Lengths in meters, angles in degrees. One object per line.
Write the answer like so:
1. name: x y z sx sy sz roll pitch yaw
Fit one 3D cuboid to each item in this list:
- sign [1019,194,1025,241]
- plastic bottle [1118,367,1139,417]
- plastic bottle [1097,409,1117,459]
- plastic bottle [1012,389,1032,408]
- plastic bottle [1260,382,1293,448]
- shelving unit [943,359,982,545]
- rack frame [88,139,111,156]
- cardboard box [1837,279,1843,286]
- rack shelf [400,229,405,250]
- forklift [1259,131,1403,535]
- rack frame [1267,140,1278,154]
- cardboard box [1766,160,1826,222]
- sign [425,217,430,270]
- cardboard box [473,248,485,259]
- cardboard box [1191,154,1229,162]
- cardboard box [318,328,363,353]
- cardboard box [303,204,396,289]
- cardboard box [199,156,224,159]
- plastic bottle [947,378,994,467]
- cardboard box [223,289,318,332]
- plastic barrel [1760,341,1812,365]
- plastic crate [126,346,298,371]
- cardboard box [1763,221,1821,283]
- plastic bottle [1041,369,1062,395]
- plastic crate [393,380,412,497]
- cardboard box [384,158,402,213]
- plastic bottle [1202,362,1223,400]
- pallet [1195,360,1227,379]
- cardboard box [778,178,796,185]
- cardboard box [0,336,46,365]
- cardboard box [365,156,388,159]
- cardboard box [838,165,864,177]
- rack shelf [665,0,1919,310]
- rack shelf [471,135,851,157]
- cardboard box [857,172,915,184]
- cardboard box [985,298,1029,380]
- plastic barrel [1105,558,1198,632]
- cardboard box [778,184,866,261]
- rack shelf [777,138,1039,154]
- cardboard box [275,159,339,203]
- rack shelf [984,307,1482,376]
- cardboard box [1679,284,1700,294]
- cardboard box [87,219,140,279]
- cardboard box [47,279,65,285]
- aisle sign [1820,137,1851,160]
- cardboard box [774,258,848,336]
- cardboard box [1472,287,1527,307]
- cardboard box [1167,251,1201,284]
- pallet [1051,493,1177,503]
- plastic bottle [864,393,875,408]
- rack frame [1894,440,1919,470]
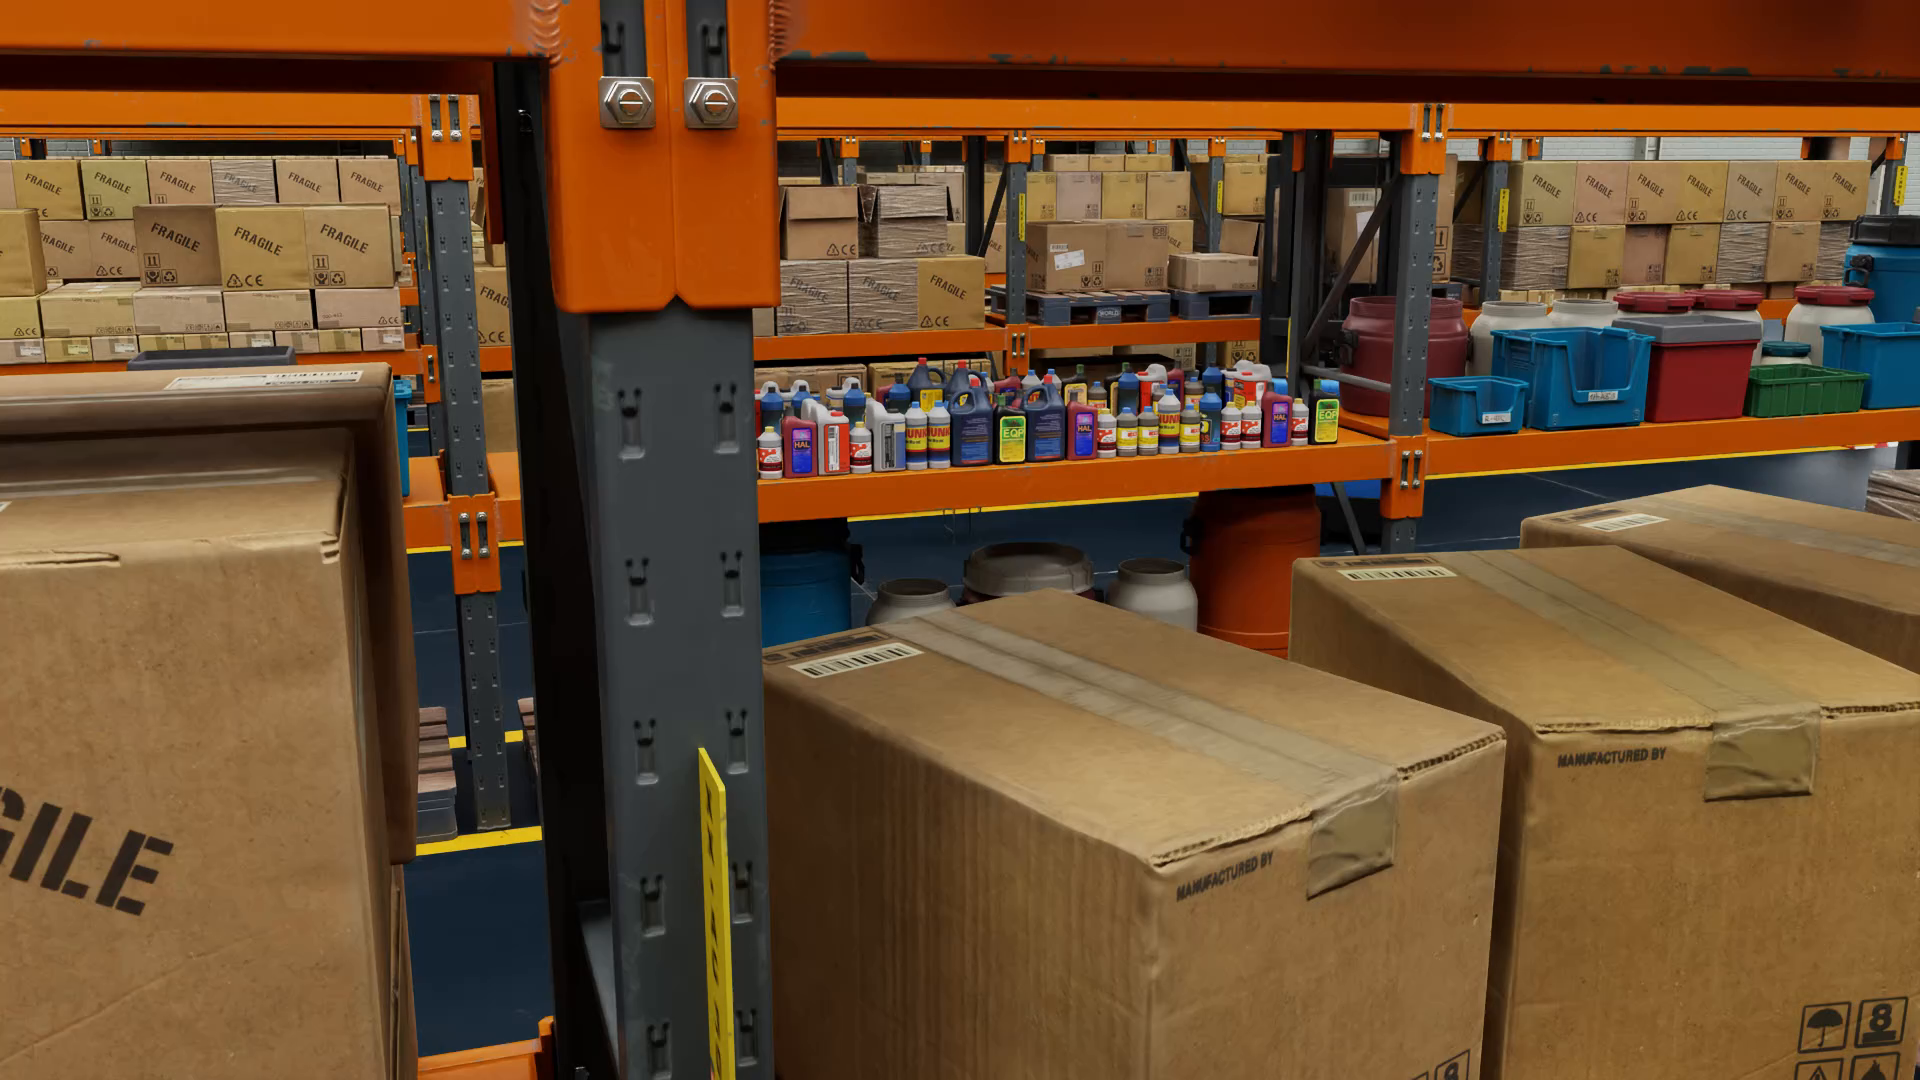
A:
1. sign: 0.436 -2.268 11.695 0.005 0.325 0.100 -4 14 -18
2. plastic bottle: 0.784 -0.667 7.742 0.097 0.271 0.097 0 13 0
3. plastic bottle: 0.608 -0.448 6.975 0.097 0.201 0.097 0 13 0
4. plastic bottle: 0.284 -0.494 6.989 0.133 0.283 0.061 -4 14 -18
5. plastic bottle: 1.369 -0.543 7.196 0.133 0.283 0.061 -4 14 -18
6. shelving unit: 0.014 -0.585 11.008 0.189 1.200 0.258 -4 14 -18
7. rack frame: -12.074 -4.498 23.571 0.127 3.000 1.000 -4 14 -18
8. cardboard box: 7.634 -2.229 14.573 0.250 0.149 0.380 -4 14 -18
9. rack shelf: -10.178 -4.296 24.275 4.000 0.370 1.077 -4 14 -18
10. forklift: 2.773 -1.753 12.177 1.130 2.935 3.031 3 14 13
11. rack frame: 4.677 -4.591 23.960 0.127 3.000 1.000 -4 14 -18
12. cardboard box: 6.923 -2.964 14.102 0.500 0.500 0.500 -4 14 -18
13. sign: -3.357 -1.870 10.479 0.005 0.325 0.100 -4 14 -18
14. cardboard box: -4.502 -2.637 15.382 0.250 0.149 0.380 -5 14 -21
15. cardboard box: 3.330 -5.089 23.035 0.500 0.500 0.700 -5 14 -19
16. cardboard box: -3.964 -1.296 10.651 0.250 0.149 0.380 -4 14 -17
17. cardboard box: -3.886 -1.875 10.606 0.500 0.500 0.500 -4 14 -16
18. cardboard box: -8.579 -4.331 19.090 0.250 0.149 0.380 -5 14 -19
19. plastic bottle: 0.039 -0.483 6.796 0.185 0.351 0.144 -4 14 -18
20. cardboard box: -4.360 -1.474 10.540 0.500 0.250 0.500 -4 14 -16
21. plastic barrel: 4.323 -0.904 8.761 0.301 0.262 0.301 0 13 0
22. plastic crate: -2.882 -0.495 6.472 0.583 0.464 0.402 -4 14 -18
23. cardboard box: 6.872 -2.513 14.365 0.500 0.500 0.875 -4 14 -18
24. plastic bottle: 0.420 -0.653 7.685 0.097 0.271 0.097 0 13 0
25. plastic crate: -2.290 -0.357 6.068 0.575 0.384 0.392 -4 14 -18
26. cardboard box: -5.527 -3.327 15.627 0.500 0.500 0.500 -4 14 -17
27. plastic bottle: 1.203 -0.714 7.941 0.097 0.271 0.097 0 13 0
28. pallet: 3.306 -1.900 18.673 1.213 0.211 1.003 -4 14 -18
29. cardboard box: -2.405 -4.380 21.309 0.500 0.500 0.500 -5 14 -20
30. cardboard box: -5.667 -1.163 10.094 0.250 0.149 0.380 -5 14 -19
31. cardboard box: -6.887 -4.463 19.645 0.250 0.149 0.380 -5 14 -19
32. cardboard box: -1.444 -4.896 22.076 0.250 0.149 0.380 -5 14 -21
33. rack shelf: 1.516 -0.615 2.321 4.000 0.370 1.077 -4 14 -18
34. rack shelf: -3.126 -3.884 16.060 4.000 0.370 1.077 -4 14 -18
35. cardboard box: -0.802 -3.488 16.948 0.500 0.500 0.700 -5 14 -18
36. cardboard box: 0.203 -2.122 17.537 0.750 0.750 1.050 -4 14 -17
37. plastic barrel: 0.870 0.367 7.588 0.421 0.512 0.421 0 13 0
38. cardboard box: -1.061 -2.265 11.801 0.637 0.503 0.797 -4 14 -17
39. rack shelf: -1.009 -5.257 21.834 4.000 0.370 1.077 -4 14 -18
40. cardboard box: -5.869 -3.173 14.982 0.500 0.500 0.500 -5 14 -20
41. rack shelf: 2.151 -1.624 13.044 4.000 0.370 1.077 -4 14 -18
42. cardboard box: 5.986 -2.092 13.997 0.250 0.149 0.380 -4 14 -18
43. cardboard box: -7.332 -2.576 14.631 0.500 0.500 0.500 -4 14 -17
44. cardboard box: -7.901 -2.197 14.441 0.250 0.149 0.380 -5 14 -20
45. aisle sign: 7.801 -3.752 14.817 0.004 0.787 0.394 -4 14 -18
46. cardboard box: -1.099 -1.710 11.634 0.500 0.500 0.500 -5 14 -20
47. cardboard box: 4.346 -1.950 13.400 0.250 0.149 0.380 -4 14 -18
48. cardboard box: 1.750 -2.148 13.074 0.258 0.266 0.396 -5 14 -20
49. pallet: 0.997 -0.527 12.904 1.213 0.211 1.003 -4 14 -18
50. plastic bottle: -0.413 -0.554 7.420 0.097 0.201 0.097 0 13 0
51. rack frame: 5.626 -1.036 9.014 0.127 3.000 1.000 -4 14 -18
